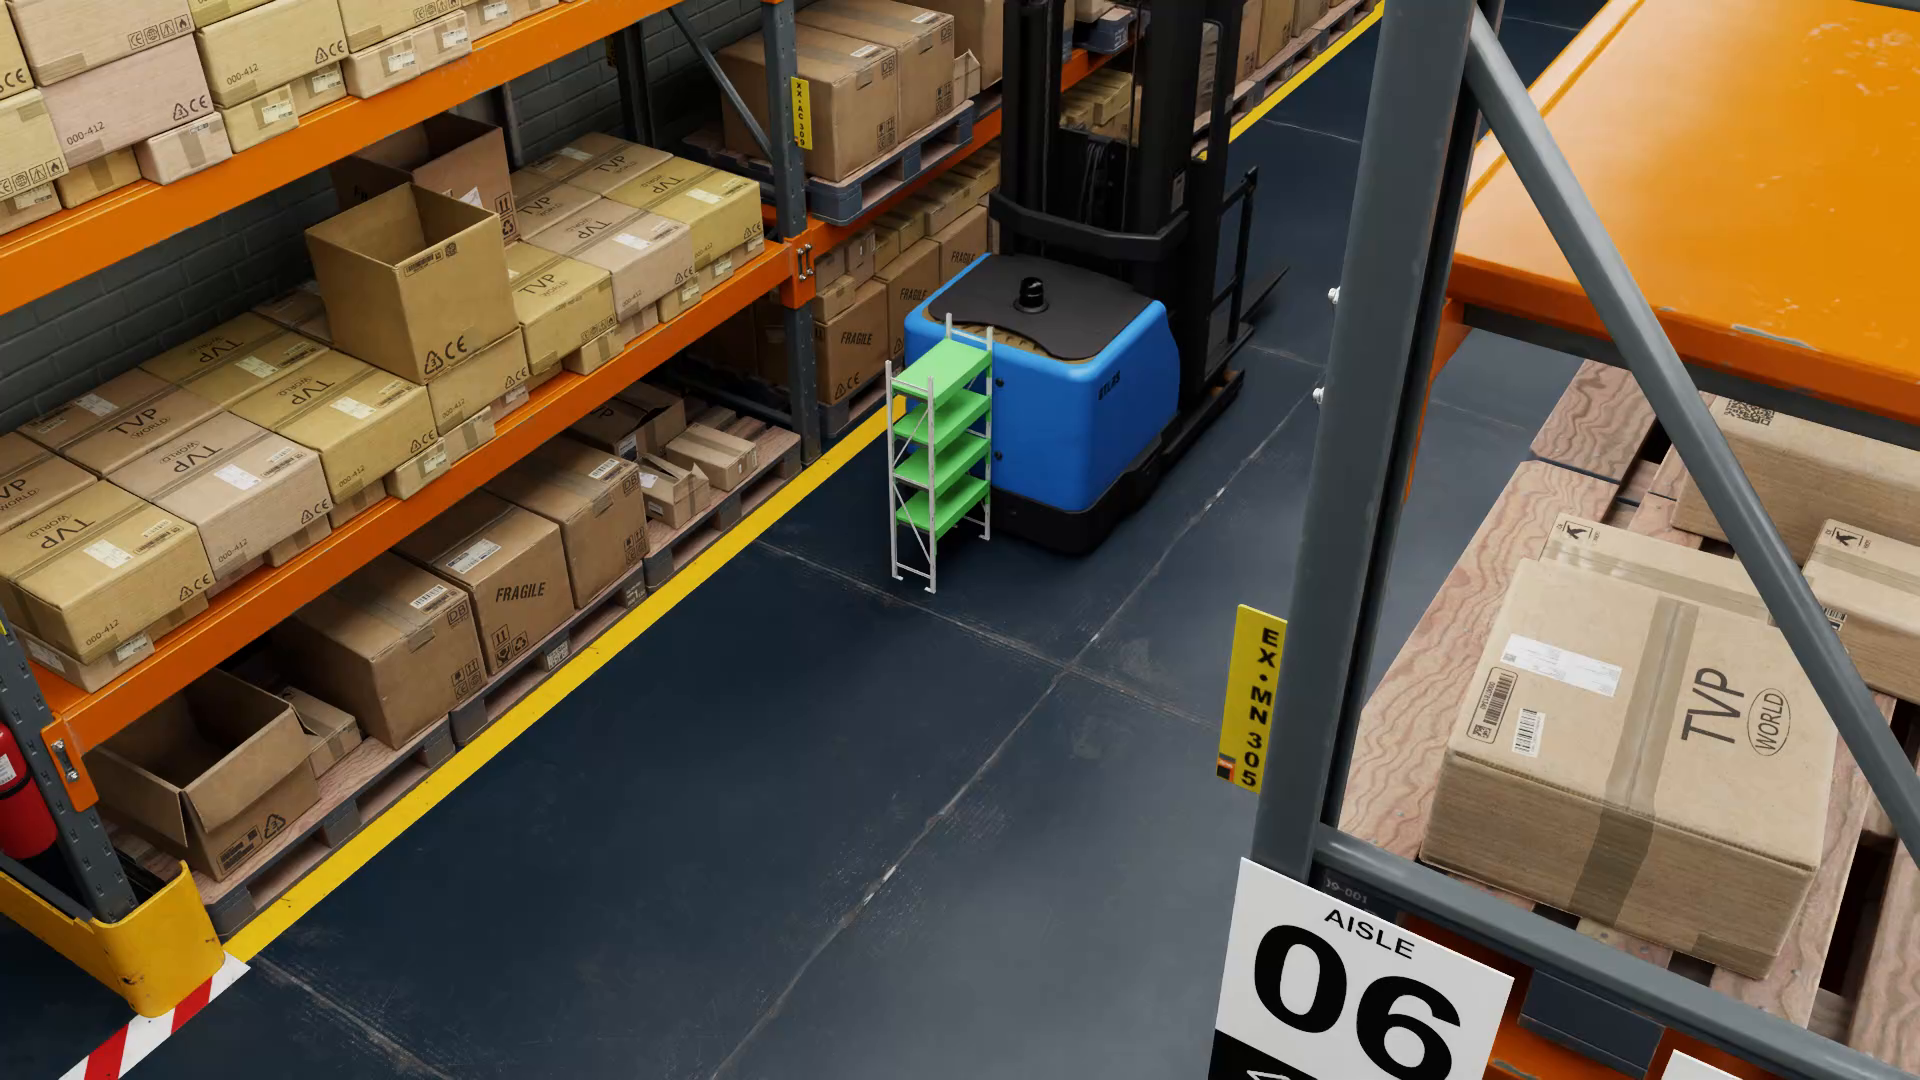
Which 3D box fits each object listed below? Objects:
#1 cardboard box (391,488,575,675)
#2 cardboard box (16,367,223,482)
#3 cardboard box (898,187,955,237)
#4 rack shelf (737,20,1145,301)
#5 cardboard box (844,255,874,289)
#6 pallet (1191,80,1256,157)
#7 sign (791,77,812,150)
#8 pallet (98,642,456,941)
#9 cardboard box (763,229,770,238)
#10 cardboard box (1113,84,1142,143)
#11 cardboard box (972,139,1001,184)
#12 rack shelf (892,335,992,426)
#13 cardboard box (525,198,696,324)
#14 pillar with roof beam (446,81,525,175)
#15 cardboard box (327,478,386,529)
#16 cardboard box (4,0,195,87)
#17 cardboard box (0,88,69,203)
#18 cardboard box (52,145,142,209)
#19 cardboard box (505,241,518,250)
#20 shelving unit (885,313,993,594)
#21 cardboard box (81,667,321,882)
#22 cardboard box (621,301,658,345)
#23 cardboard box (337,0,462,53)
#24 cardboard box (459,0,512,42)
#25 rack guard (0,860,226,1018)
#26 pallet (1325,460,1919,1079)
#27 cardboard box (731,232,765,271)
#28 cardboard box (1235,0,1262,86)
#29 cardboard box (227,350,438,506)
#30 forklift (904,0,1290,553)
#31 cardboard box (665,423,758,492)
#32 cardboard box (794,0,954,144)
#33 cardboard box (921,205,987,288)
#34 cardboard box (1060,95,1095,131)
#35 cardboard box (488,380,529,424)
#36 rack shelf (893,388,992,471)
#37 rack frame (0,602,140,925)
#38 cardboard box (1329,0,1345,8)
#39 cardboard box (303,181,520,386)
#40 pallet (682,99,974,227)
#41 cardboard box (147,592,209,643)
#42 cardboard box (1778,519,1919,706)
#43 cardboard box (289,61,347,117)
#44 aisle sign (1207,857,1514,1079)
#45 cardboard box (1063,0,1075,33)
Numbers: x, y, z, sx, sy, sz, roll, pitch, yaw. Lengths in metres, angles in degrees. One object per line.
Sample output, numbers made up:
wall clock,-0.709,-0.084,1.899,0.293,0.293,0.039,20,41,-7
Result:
cardboard box,-2.059,0.173,7.211,0.500,0.500,0.500,22,43,26
cardboard box,-3.025,-0.346,6.061,0.500,0.250,0.500,21,42,25
cardboard box,-0.253,-1.858,9.315,0.380,0.149,0.250,21,42,25
rack shelf,-0.111,-2.507,9.573,1.077,0.370,4.000,21,42,25
cardboard box,-0.682,-1.460,8.798,0.380,0.149,0.250,20,42,24
pallet,1.435,-3.130,12.076,1.003,0.211,1.213,21,42,25
sign,-0.720,-1.930,7.527,0.100,0.325,0.005,21,42,25
pallet,-2.858,0.956,6.777,1.003,0.211,1.213,21,42,25
cardboard box,-1.092,-1.615,9.000,0.380,0.149,0.250,21,42,25
cardboard box,0.916,-2.711,10.952,0.500,0.500,0.500,22,43,26
cardboard box,0.176,-2.244,9.815,0.380,0.149,0.250,19,42,23
rack shelf,-0.089,-0.719,7.458,0.258,0.148,0.480,21,42,25
cardboard box,-1.505,-1.213,7.186,0.500,0.250,0.500,21,42,25
pillar with roof beam,1.319,-2.664,4.275,9.100,9.000,0.400,21,42,25
cardboard box,-2.384,-0.221,6.225,0.380,0.149,0.250,22,43,26
cardboard box,-2.587,-1.545,4.750,0.500,0.250,0.500,21,42,25
cardboard box,-2.857,-1.084,4.561,0.500,0.250,0.500,21,42,25
cardboard box,-2.688,-1.145,4.967,0.380,0.149,0.250,21,42,25
cardboard box,-2.216,-1.126,7.072,0.500,0.250,0.500,22,43,26
shelving unit,-0.089,-0.390,7.712,0.258,1.200,0.503,21,42,25
cardboard box,-2.917,0.840,6.344,0.797,0.503,0.637,19,42,23
cardboard box,-1.543,-1.004,7.241,0.380,0.149,0.250,22,43,26
cardboard box,-2.059,-1.887,5.603,0.500,0.250,0.500,21,42,24
cardboard box,-1.843,-1.921,5.973,0.380,0.149,0.250,22,43,26
rack guard,-3.284,1.252,6.155,1.175,0.500,0.348,21,42,25
pallet,1.257,0.385,2.849,1.003,0.211,1.213,21,42,25
cardboard box,-1.140,-1.414,7.773,0.380,0.149,0.250,22,43,26
cardboard box,1.650,-3.705,12.140,0.875,0.625,0.625,23,43,27
cardboard box,-2.316,-0.425,6.163,0.500,0.250,0.500,20,42,24
forklift,0.913,-1.973,8.348,1.130,2.935,3.031,20,42,24
cardboard box,-1.233,-0.414,8.261,0.380,0.149,0.250,20,42,24
cardboard box,-0.457,-2.410,8.432,0.700,0.500,0.500,22,43,26
cardboard box,-0.185,-1.646,9.571,0.500,0.500,0.500,20,42,24
cardboard box,0.612,-2.646,10.337,0.380,0.149,0.250,20,42,24
cardboard box,-1.981,-0.624,6.748,0.380,0.149,0.250,21,42,25
rack shelf,-0.089,-0.529,7.605,0.258,0.148,0.480,21,42,25
rack frame,-3.325,0.302,5.341,1.000,3.000,0.127,21,42,25
cardboard box,2.834,-4.838,13.609,0.875,0.625,0.625,23,43,27
cardboard box,-2.051,-0.973,6.260,0.500,0.500,0.500,22,43,26
pallet,-0.662,-2.061,8.563,1.003,0.211,1.213,21,42,25
cardboard box,-2.820,0.175,5.711,0.380,0.149,0.250,22,43,26
cardboard box,1.645,0.143,2.870,0.380,0.149,0.250,23,43,27
cardboard box,-2.253,-1.525,5.460,0.380,0.149,0.250,21,42,25
aisle sign,0.568,0.829,2.527,0.394,0.787,0.004,21,42,25
cardboard box,0.243,-3.128,9.361,0.797,0.503,0.637,20,42,24
